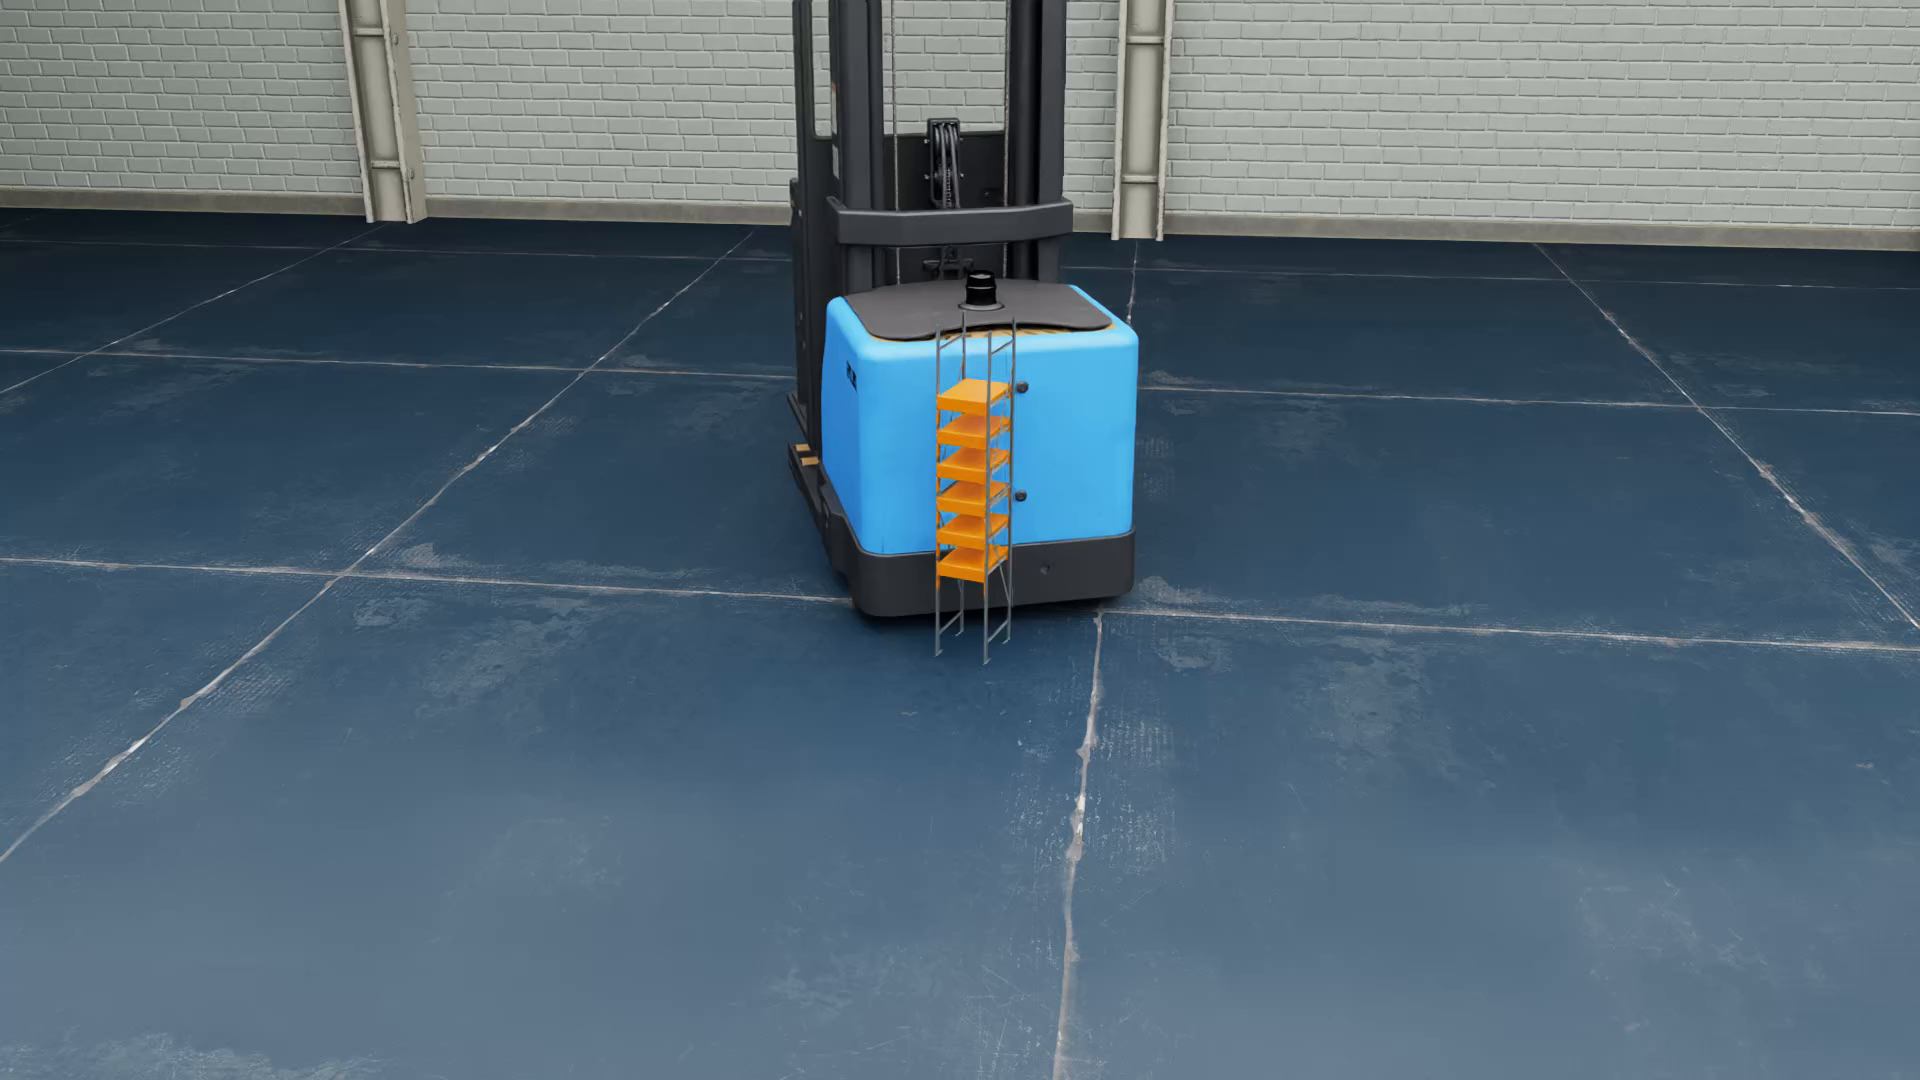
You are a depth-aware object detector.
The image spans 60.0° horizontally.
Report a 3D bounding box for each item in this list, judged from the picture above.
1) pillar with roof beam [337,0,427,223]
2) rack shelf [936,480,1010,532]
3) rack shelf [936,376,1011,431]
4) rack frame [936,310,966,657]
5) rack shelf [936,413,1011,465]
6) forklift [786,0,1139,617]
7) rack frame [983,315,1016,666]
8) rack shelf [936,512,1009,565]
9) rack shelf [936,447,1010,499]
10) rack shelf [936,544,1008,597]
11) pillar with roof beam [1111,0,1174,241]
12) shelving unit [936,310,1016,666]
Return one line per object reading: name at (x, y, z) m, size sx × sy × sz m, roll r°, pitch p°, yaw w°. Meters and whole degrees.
pillar with roof beam at (-5.089, -5.227, 7.922) m, size 0.400 × 9.000 × 9.100 m, roll 2°, pitch 22°, yaw 6°
rack shelf at (0.052, -0.129, 5.753) m, size 0.180 × 0.103 × 0.258 m, roll 9°, pitch 23°, yaw 21°
rack shelf at (0.054, -0.464, 5.620) m, size 0.180 × 0.103 × 0.258 m, roll 9°, pitch 23°, yaw 21°
rack frame at (-0.032, -0.184, 5.770) m, size 0.006 × 1.200 × 0.240 m, roll 9°, pitch 23°, yaw 21°
rack shelf at (0.053, -0.352, 5.664) m, size 0.180 × 0.103 × 0.258 m, roll 9°, pitch 23°, yaw 21°
forklift at (-0.172, -1.593, 6.983) m, size 1.130 × 2.935 × 3.031 m, roll -5°, pitch 22°, yaw -12°
rack frame at (0.136, -0.156, 5.703) m, size 0.006 × 1.200 × 0.240 m, roll 9°, pitch 23°, yaw 21°
rack shelf at (0.051, -0.017, 5.797) m, size 0.180 × 0.103 × 0.258 m, roll 9°, pitch 23°, yaw 21°
rack shelf at (0.052, -0.240, 5.709) m, size 0.180 × 0.103 × 0.258 m, roll 9°, pitch 23°, yaw 21°
rack shelf at (0.050, 0.094, 5.841) m, size 0.180 × 0.103 × 0.258 m, roll 9°, pitch 23°, yaw 21°
pillar with roof beam at (0.870, -4.968, 7.266) m, size 0.400 × 9.000 × 9.100 m, roll 2°, pitch 22°, yaw 6°
shelving unit at (0.052, -0.170, 5.736) m, size 0.189 × 1.200 × 0.258 m, roll 9°, pitch 23°, yaw 21°
